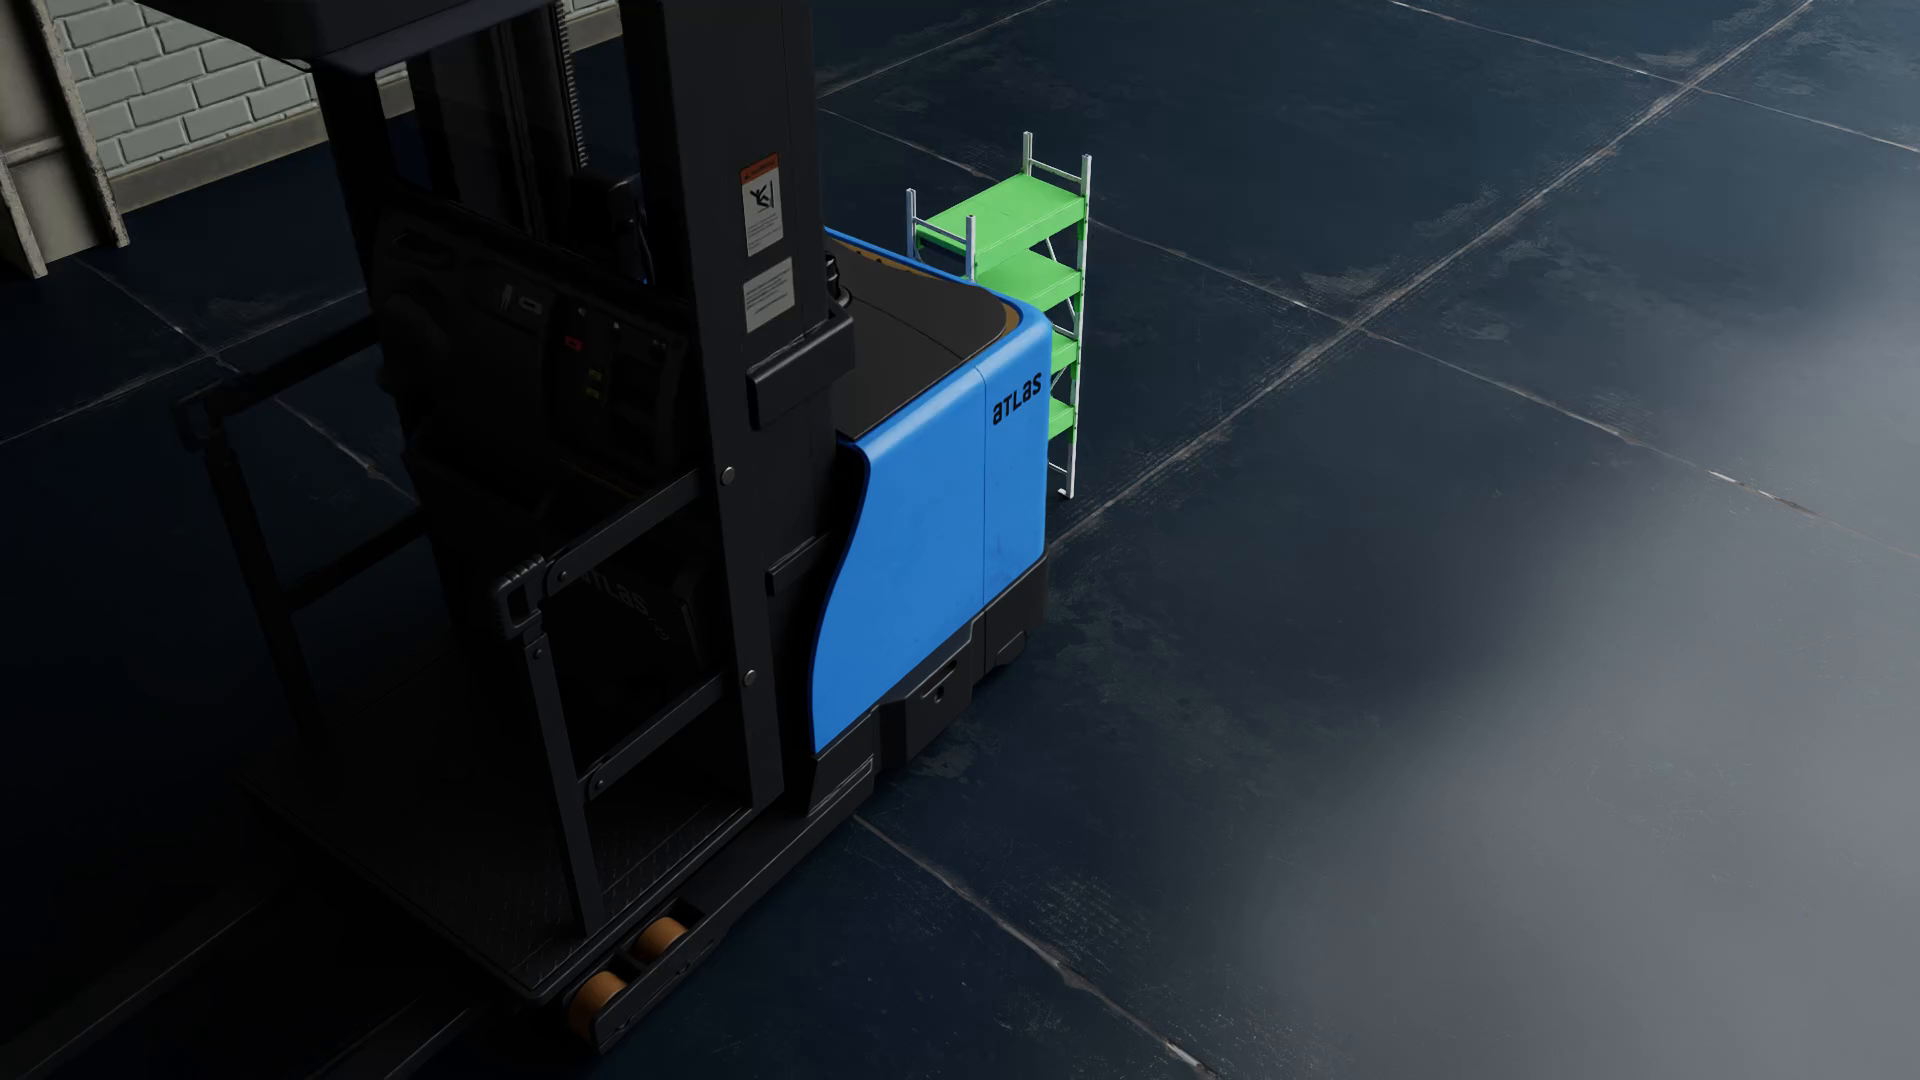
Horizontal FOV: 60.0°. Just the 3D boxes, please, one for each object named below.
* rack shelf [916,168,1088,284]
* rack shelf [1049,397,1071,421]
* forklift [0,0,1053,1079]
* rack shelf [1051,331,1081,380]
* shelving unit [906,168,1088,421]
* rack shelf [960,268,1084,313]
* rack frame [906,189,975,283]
[{"bbox_3d":[0.112,-0.871,4.713,0.258,0.148,0.480,30,47,32],"label":"rack shelf"},{"bbox_3d":[0.112,-0.350,5.128,0.221,0.021,0.457,30,47,32],"label":"rack shelf"},{"bbox_3d":[-1.036,-0.343,3.327,1.130,2.935,3.031,25,45,28],"label":"forklift"},{"bbox_3d":[0.112,-0.496,5.012,0.258,0.148,0.480,30,47,32],"label":"rack shelf"},{"bbox_3d":[0.108,-0.543,4.969,0.258,1.200,0.492,30,47,32],"label":"shelving unit"},{"bbox_3d":[0.112,-0.684,4.863,0.258,0.148,0.480,30,47,32],"label":"rack shelf"},{"bbox_3d":[-0.053,-0.434,4.831,0.240,1.200,0.015,30,47,32],"label":"rack frame"}]
